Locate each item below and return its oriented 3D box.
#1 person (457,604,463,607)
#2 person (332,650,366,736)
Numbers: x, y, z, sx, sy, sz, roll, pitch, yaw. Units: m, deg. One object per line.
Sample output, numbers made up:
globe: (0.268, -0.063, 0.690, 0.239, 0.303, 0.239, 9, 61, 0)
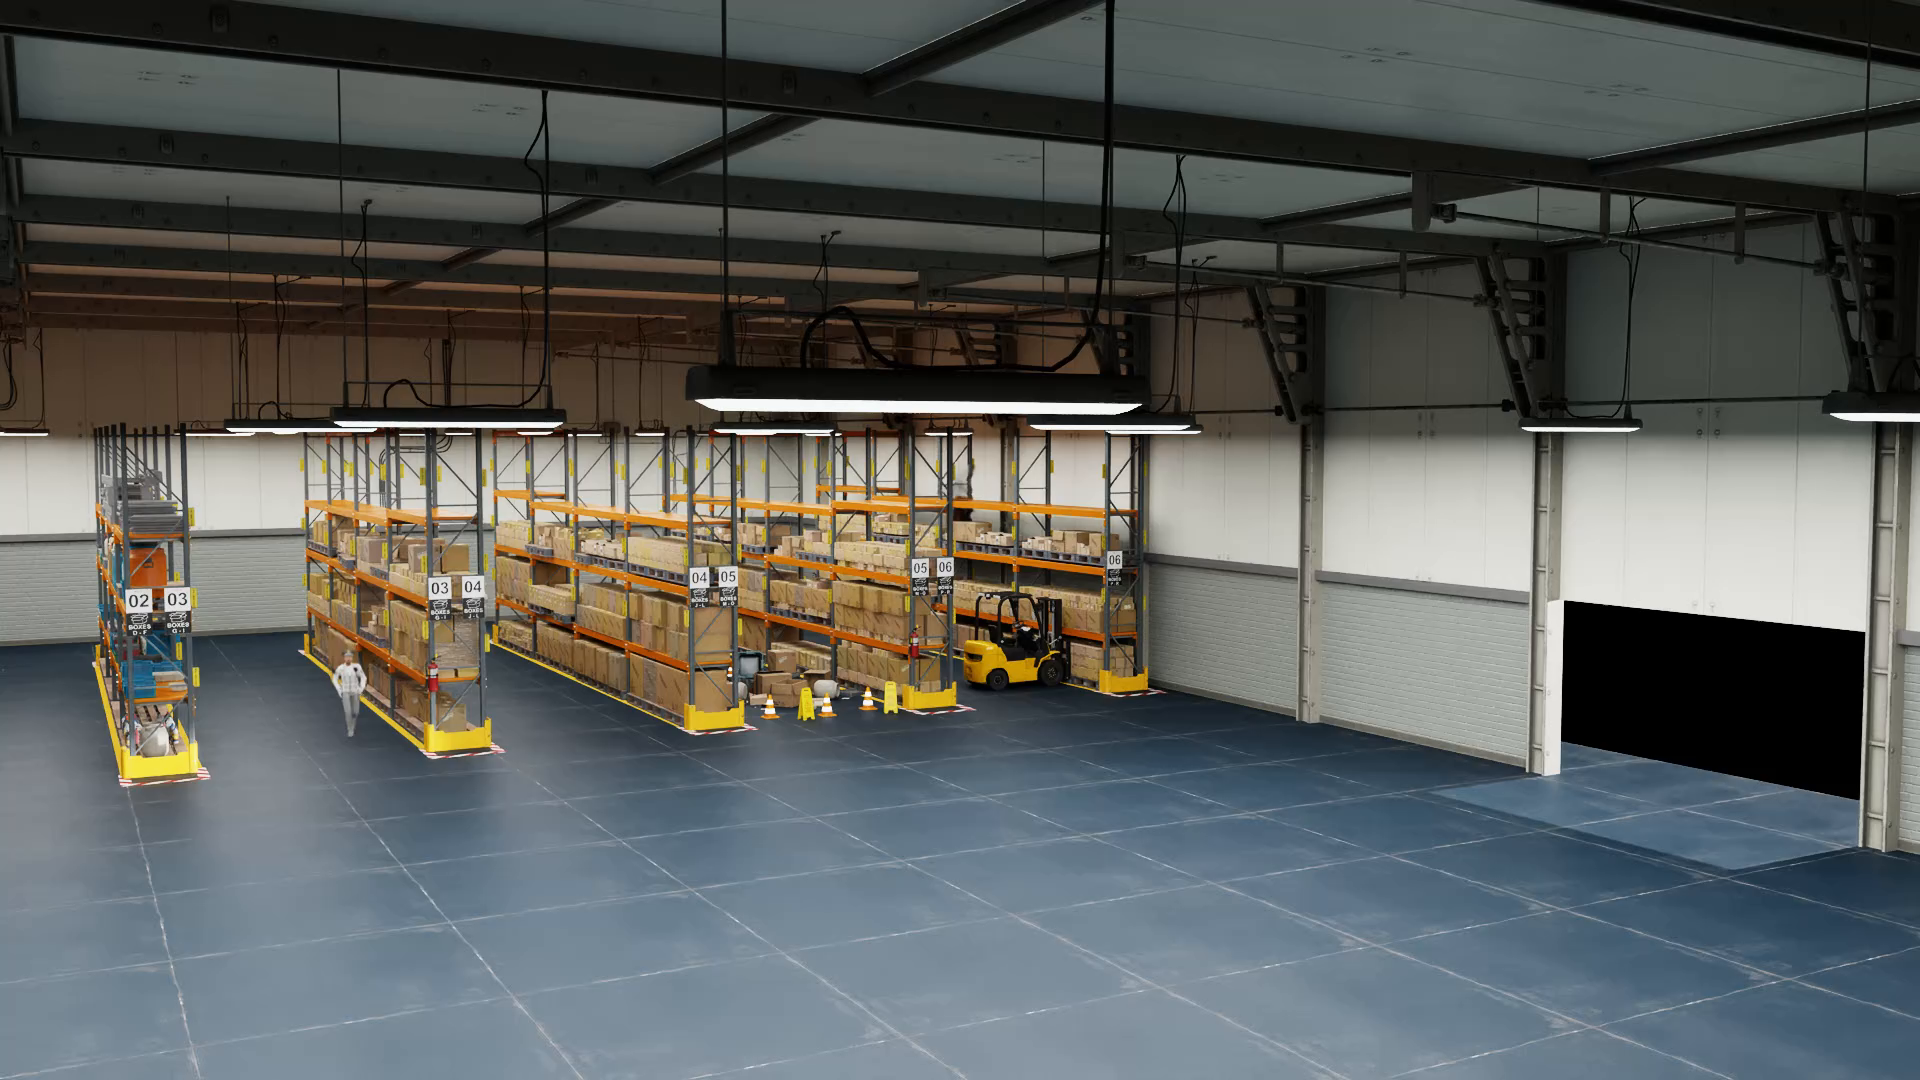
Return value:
person: (-13.708, 2.125, 45.345, 0.650, 1.747, 0.768, -1, 4, -21)
person: (-11.850, 2.948, 32.283, 0.629, 1.664, 0.584, -2, 4, -26)
